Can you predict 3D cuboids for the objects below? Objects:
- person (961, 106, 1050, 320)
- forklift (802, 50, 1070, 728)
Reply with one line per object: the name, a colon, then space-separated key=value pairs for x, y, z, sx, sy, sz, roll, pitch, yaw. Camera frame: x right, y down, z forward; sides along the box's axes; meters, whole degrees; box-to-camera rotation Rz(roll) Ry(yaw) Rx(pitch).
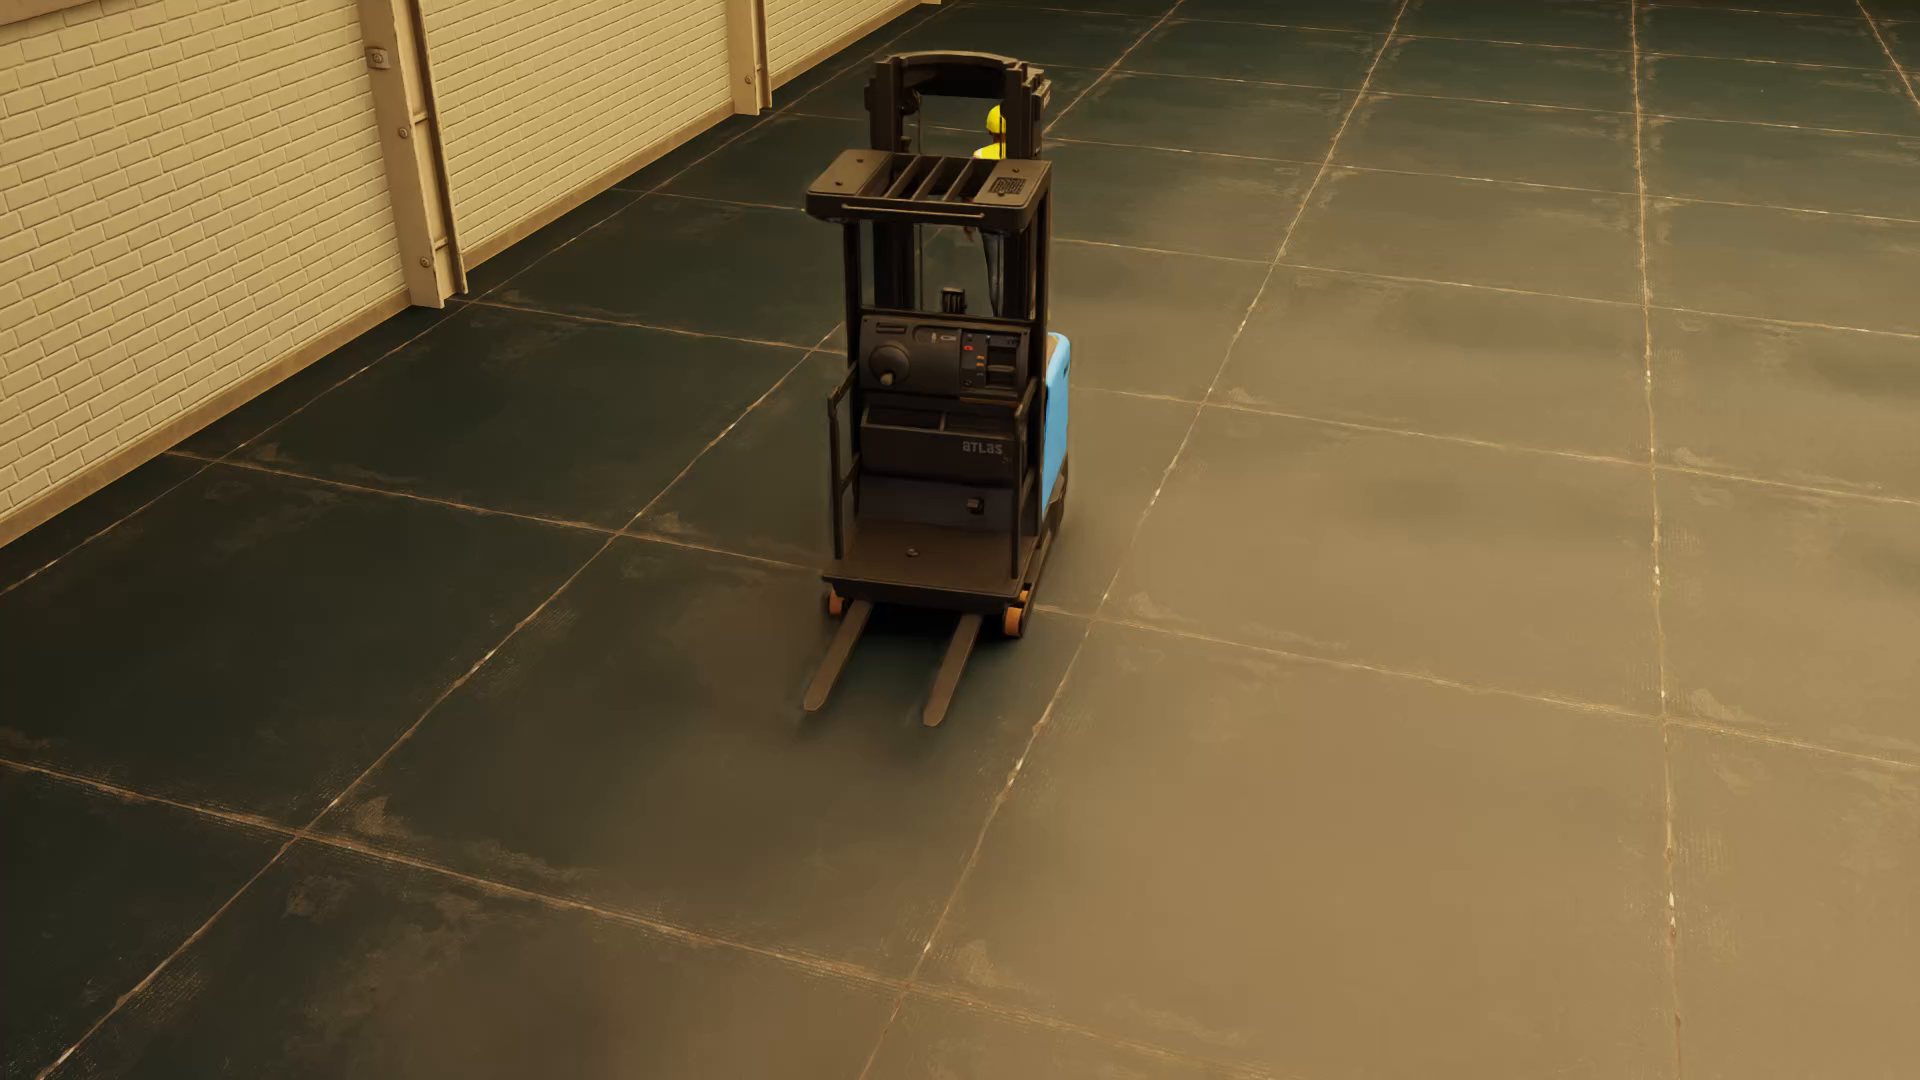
person: x=0.355 y=-2.427 z=12.556 sx=0.666 sy=1.765 sz=0.577 roll=4 pitch=30 yaw=7
forklift: x=-0.129 y=-0.942 z=8.789 sx=1.130 sy=2.935 sz=3.031 roll=6 pitch=30 yaw=10
